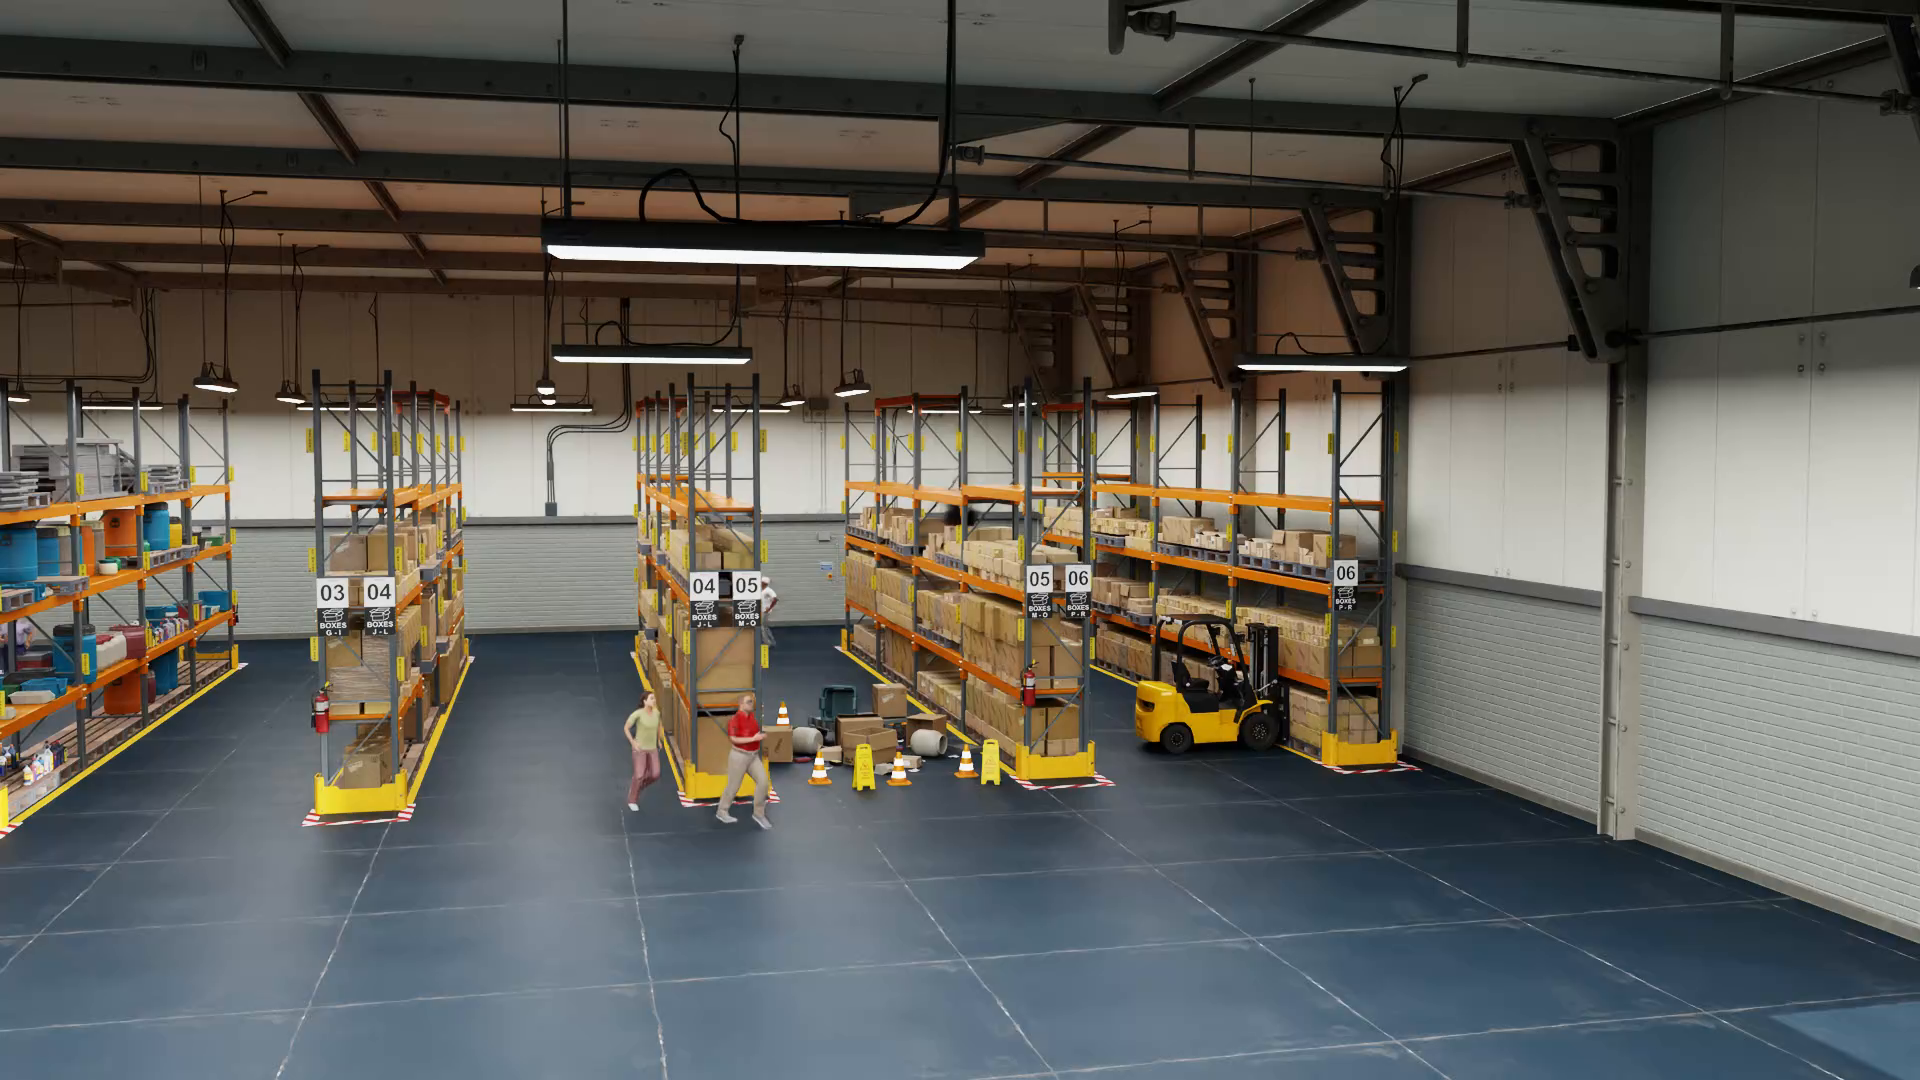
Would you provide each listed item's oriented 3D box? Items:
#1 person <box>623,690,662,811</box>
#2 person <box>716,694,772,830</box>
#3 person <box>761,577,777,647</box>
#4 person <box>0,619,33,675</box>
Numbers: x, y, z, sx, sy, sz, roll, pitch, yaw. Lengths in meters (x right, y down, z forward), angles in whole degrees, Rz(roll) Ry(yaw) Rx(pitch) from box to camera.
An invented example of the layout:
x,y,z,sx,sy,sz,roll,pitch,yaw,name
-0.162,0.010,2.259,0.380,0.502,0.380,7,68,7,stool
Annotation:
x,y,z,sx,sy,sz,roll,pitch,yaw,name
-4.318,2.886,22.915,0.635,1.625,0.533,-3,4,-40,person
-2.810,2.887,21.665,0.795,1.780,0.654,2,4,33,person
-4.846,1.777,40.753,0.687,1.757,0.664,-1,3,-17,person
-19.039,2.243,33.489,0.621,1.619,0.906,-1,4,-20,person
